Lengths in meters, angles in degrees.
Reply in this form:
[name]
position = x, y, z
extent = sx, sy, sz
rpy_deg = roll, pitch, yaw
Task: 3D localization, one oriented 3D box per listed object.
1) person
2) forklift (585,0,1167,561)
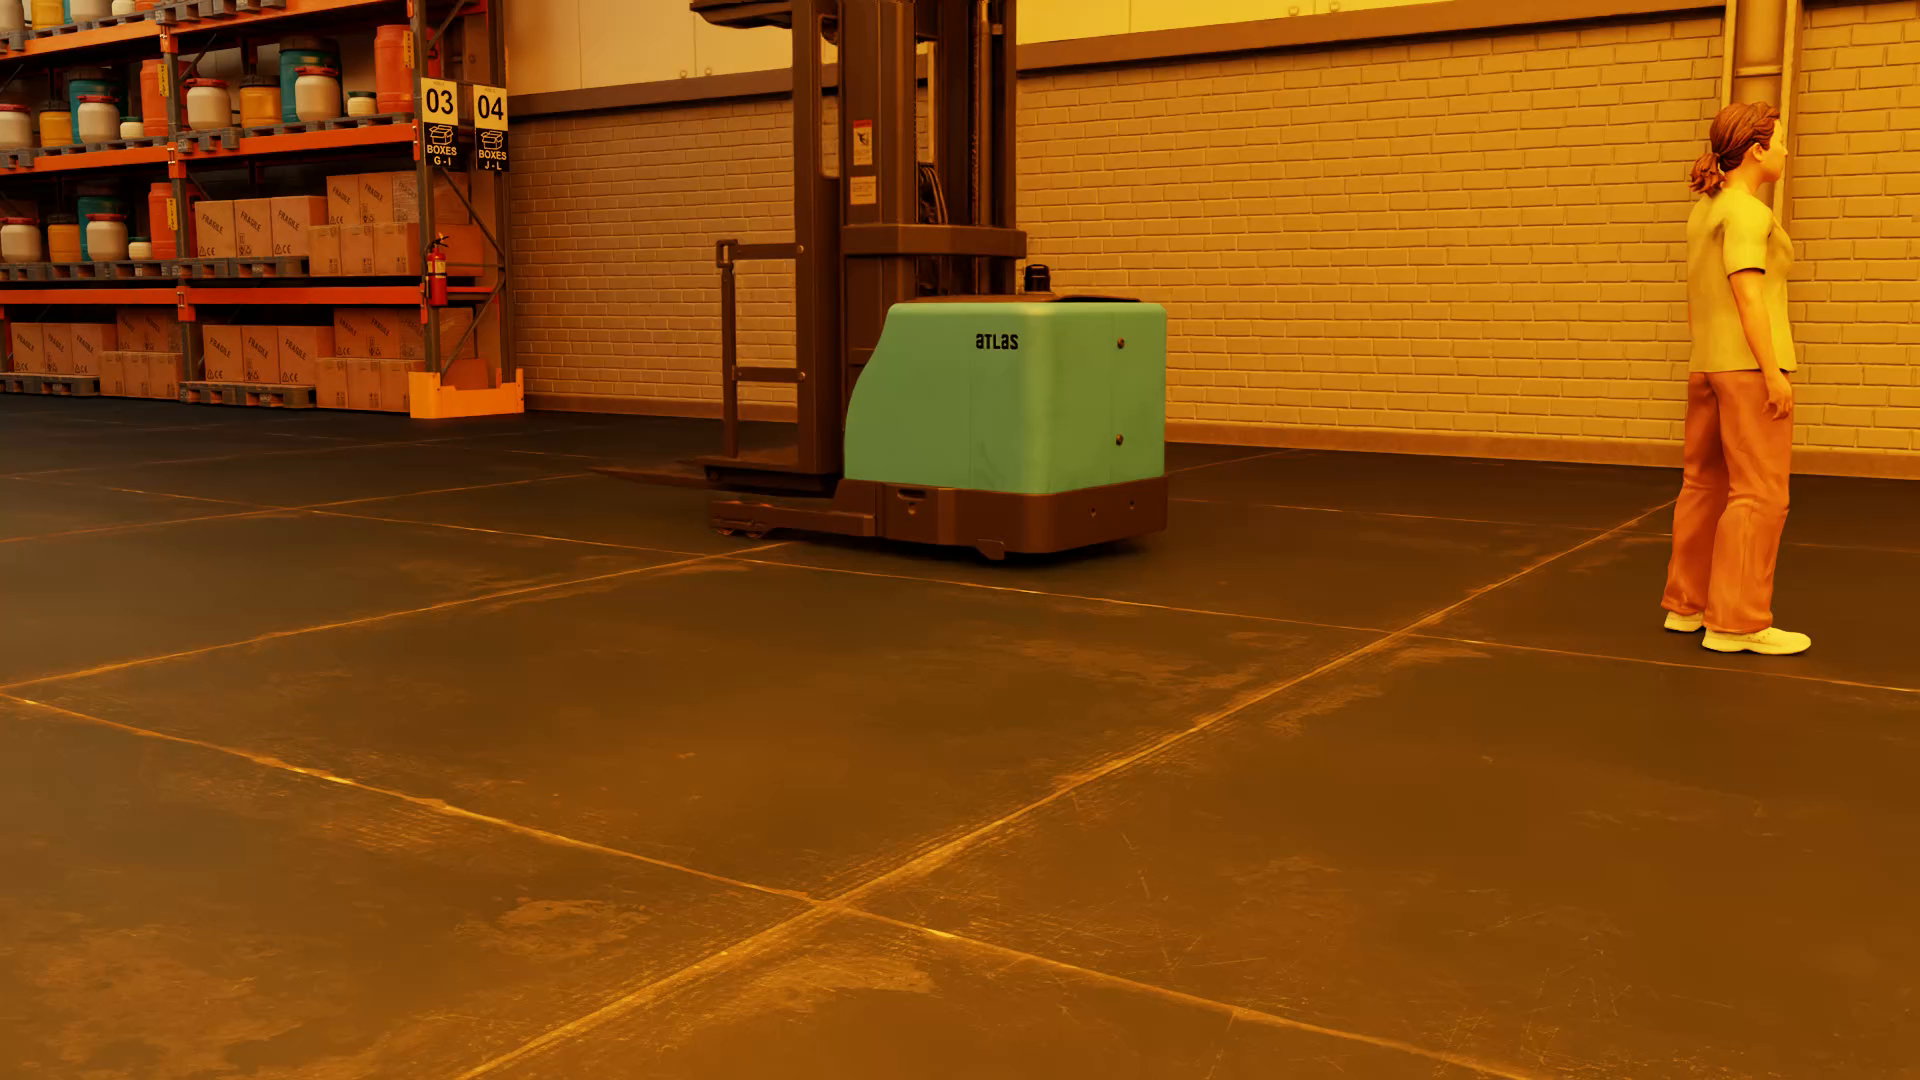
[person]
position = 2.422, -0.501, 5.195
extent = 0.400, 1.671, 0.591
rpy_deg = 0, 8, -1
[forklift]
position = -0.549, -1.507, 7.792
extent = 3.031, 2.935, 1.130
rpy_deg = 6, 10, 37
